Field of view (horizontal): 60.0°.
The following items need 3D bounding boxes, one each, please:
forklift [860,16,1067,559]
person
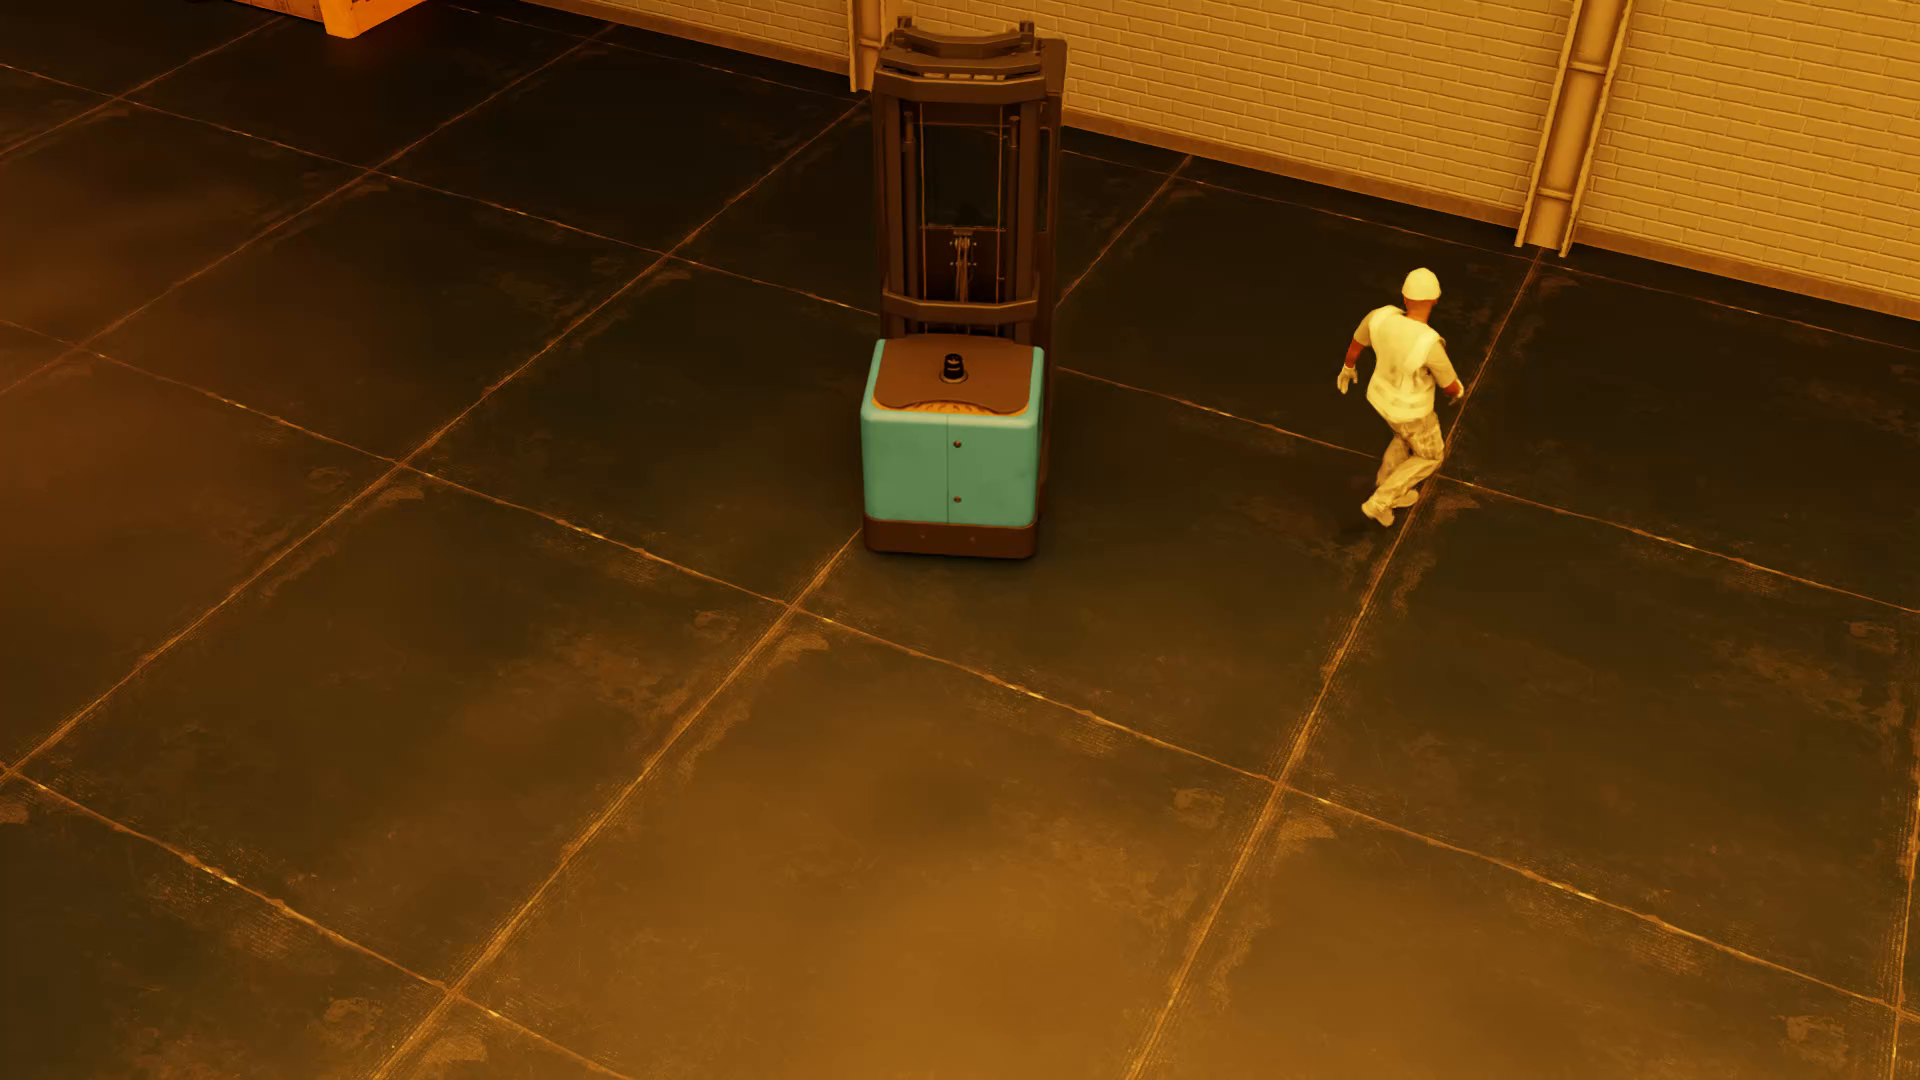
[{"bbox_3d":[0.061,-1.948,10.299,1.130,2.935,3.031,3,40,4],"label":"forklift"},{"bbox_3d":[2.661,-0.867,9.950,0.583,1.731,0.747,-14,42,-17],"label":"person"}]
